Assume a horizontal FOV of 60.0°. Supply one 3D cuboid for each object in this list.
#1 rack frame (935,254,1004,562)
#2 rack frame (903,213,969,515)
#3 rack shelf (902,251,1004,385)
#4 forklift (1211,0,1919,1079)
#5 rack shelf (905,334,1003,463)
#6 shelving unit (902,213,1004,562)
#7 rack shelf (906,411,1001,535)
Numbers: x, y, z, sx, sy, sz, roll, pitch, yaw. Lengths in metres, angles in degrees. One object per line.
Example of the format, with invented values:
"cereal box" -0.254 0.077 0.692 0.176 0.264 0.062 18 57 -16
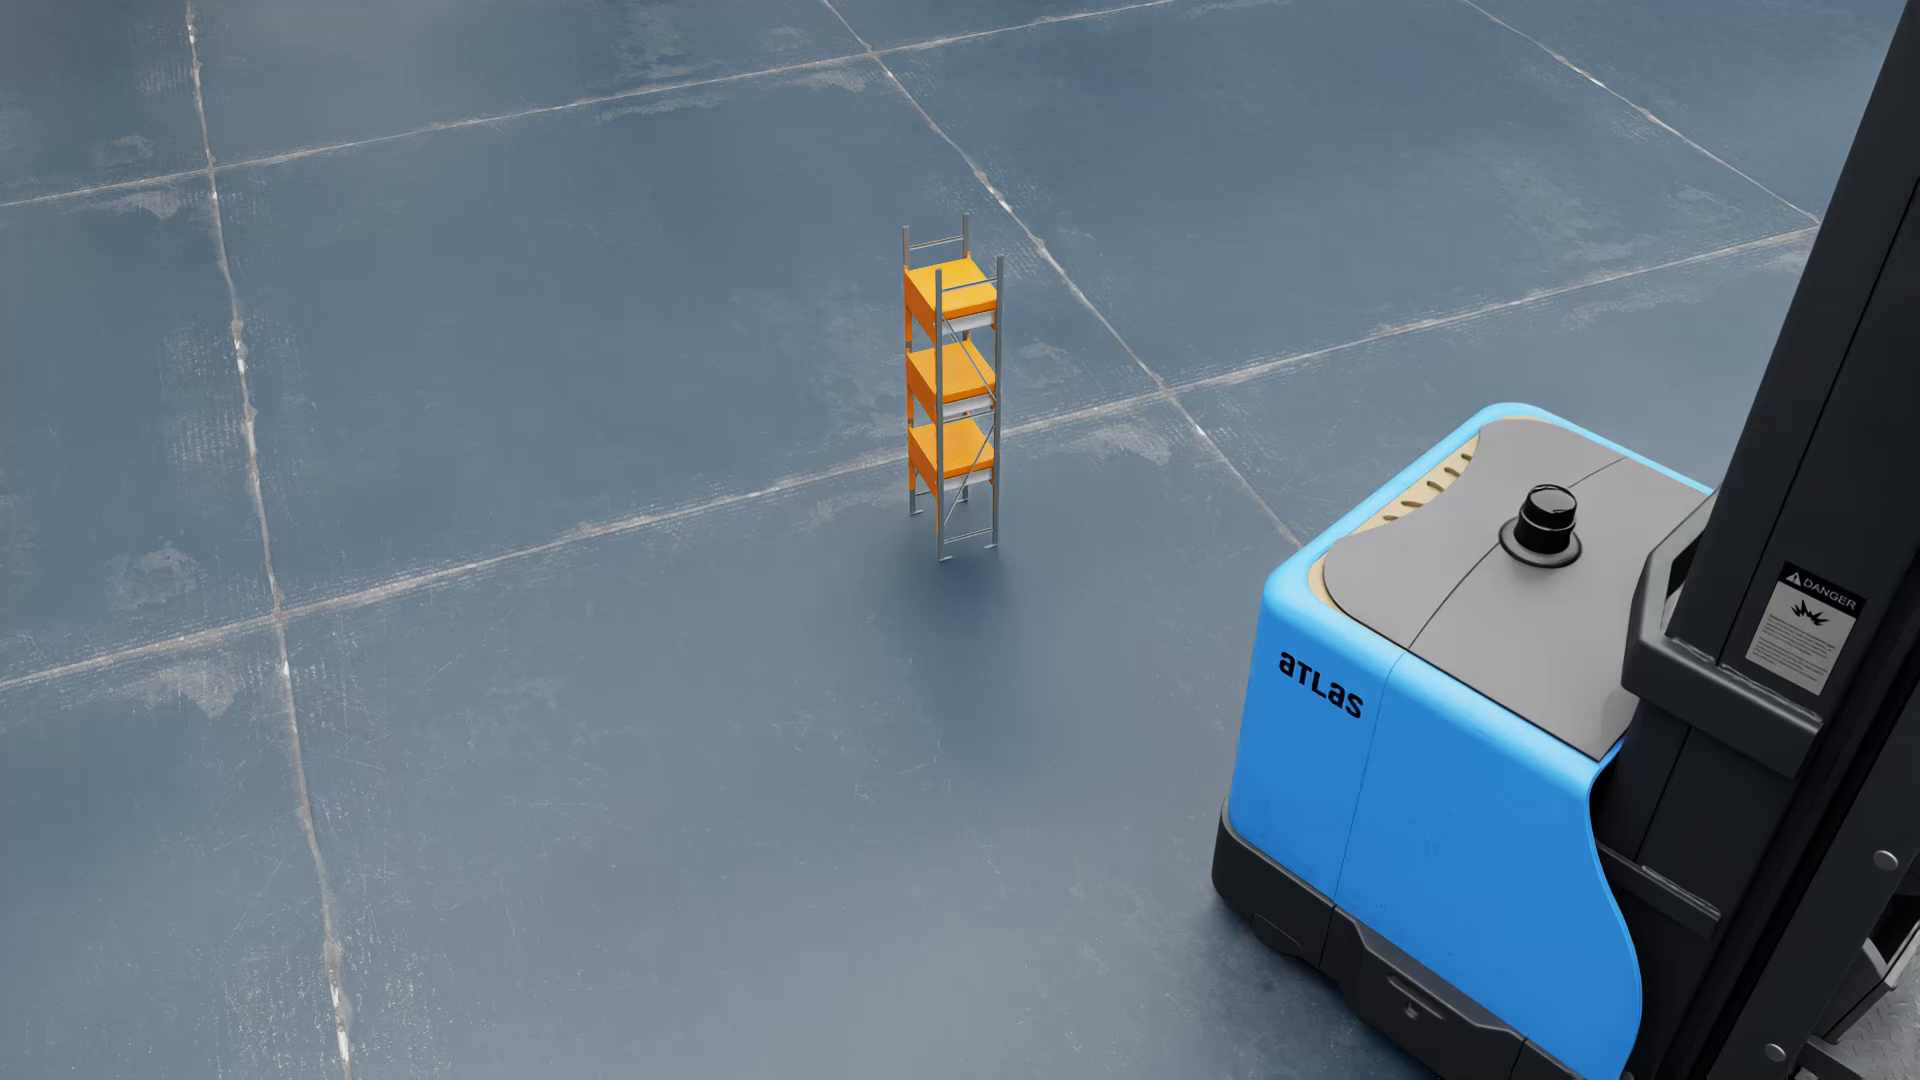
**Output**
"rack frame" 0.026 -0.357 4.860 0.200 1.050 0.008 -15 43 -17
"rack frame" -0.067 -0.504 5.031 0.200 1.050 0.008 -15 43 -17
"rack shelf" -0.020 -0.637 4.767 0.215 0.259 0.240 -15 43 -17
"forklift" 2.025 0.247 2.715 1.130 2.935 3.031 -33 51 -32
"rack shelf" -0.020 -0.422 4.952 0.215 0.259 0.240 -15 43 -17
"shelving unit" -0.020 -0.430 4.945 0.215 1.050 0.252 -15 43 -17
"rack shelf" -0.020 -0.212 5.133 0.215 0.259 0.240 -15 43 -17
